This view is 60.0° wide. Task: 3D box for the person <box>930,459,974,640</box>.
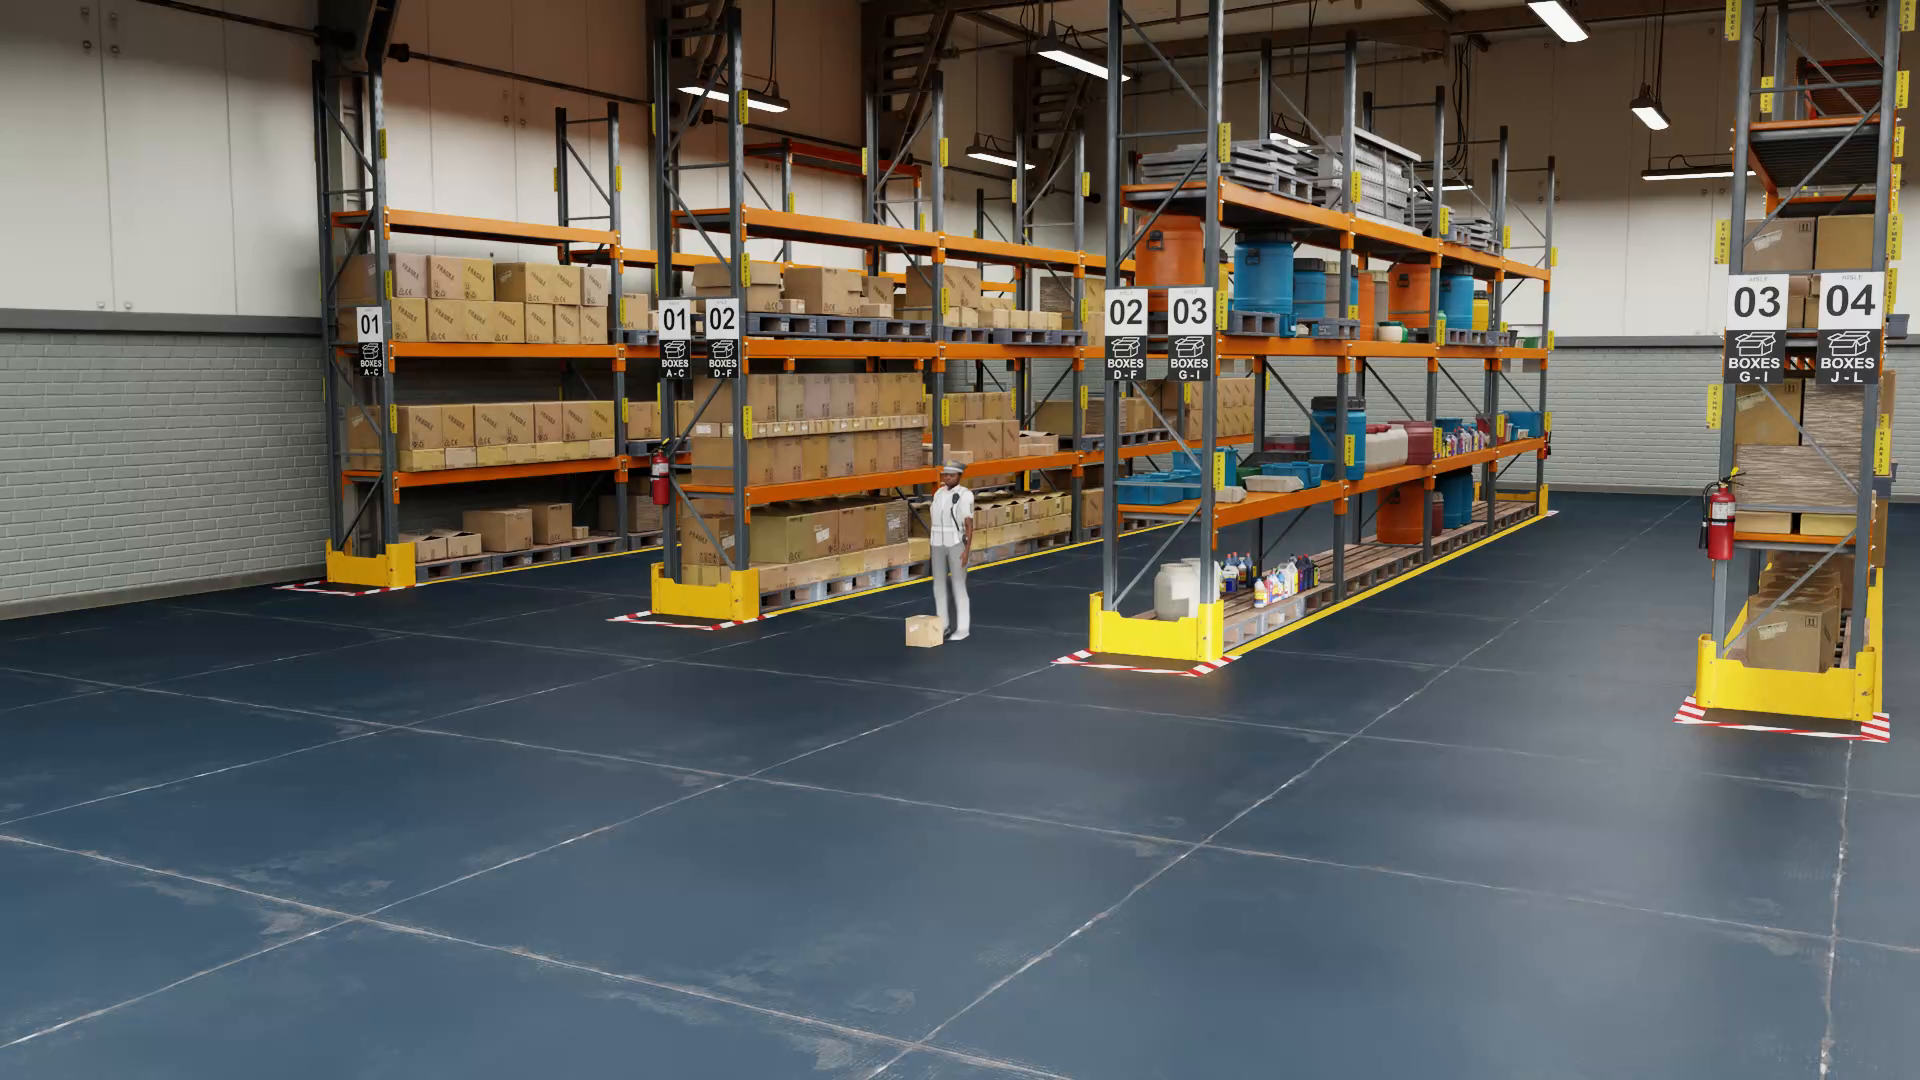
[{"bbox_3d":[-0.081,0.099,15.540,0.436,1.716,0.347,3,7,30],"label":"person"}]
